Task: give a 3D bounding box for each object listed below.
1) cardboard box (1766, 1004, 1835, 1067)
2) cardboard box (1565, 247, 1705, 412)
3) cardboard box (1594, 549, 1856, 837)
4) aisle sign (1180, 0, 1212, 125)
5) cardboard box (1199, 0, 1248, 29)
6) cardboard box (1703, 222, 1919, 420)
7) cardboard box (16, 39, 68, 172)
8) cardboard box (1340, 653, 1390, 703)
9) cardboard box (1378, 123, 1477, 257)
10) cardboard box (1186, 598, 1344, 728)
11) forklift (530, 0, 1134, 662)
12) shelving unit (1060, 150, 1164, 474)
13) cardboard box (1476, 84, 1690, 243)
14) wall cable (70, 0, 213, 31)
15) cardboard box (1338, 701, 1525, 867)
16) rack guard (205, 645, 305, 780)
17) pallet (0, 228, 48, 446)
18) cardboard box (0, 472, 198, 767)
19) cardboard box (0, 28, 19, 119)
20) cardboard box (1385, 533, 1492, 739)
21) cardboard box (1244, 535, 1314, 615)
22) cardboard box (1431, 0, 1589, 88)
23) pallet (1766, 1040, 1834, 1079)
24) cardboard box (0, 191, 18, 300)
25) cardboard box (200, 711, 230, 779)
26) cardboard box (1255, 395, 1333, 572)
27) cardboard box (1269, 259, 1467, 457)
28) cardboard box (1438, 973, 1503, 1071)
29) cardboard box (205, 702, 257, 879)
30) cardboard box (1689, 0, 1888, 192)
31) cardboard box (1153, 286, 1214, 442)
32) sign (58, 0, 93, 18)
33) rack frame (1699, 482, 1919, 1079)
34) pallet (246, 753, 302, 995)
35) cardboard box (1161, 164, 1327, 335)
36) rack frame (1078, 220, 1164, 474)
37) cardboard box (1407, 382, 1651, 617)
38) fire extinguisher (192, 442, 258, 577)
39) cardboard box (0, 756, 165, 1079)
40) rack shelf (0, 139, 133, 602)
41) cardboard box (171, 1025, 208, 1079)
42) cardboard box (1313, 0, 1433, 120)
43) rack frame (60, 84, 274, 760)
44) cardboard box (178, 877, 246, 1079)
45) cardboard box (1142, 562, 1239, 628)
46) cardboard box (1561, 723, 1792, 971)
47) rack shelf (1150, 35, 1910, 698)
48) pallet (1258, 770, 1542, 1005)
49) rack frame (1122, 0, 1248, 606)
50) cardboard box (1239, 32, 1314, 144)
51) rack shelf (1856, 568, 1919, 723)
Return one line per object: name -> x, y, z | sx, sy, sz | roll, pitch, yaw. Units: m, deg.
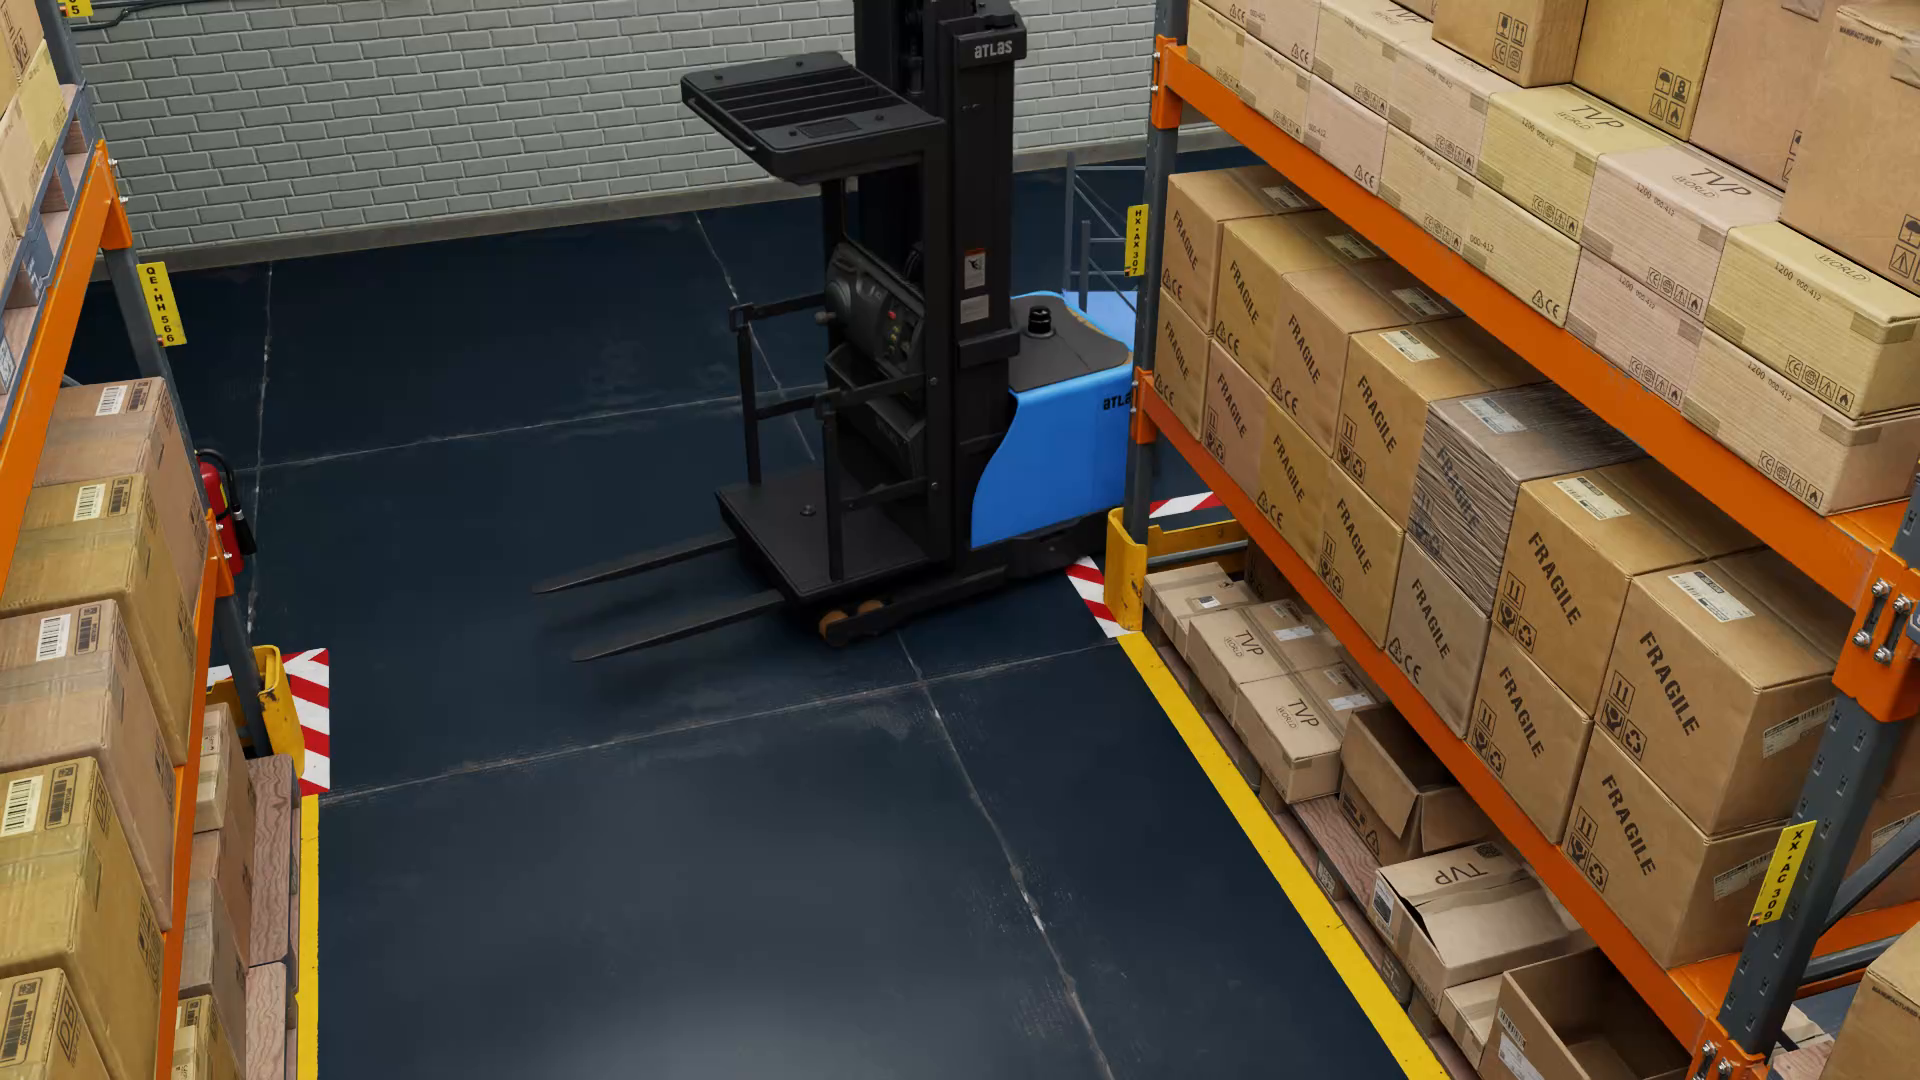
cardboard box -> 2.581, 1.756, 5.411 | 0.500, 0.311, 0.500 | -10, 35, -15
cardboard box -> 1.959, -0.589, 4.336 | 0.500, 0.250, 0.500 | -10, 35, -15
cardboard box -> 2.103, 0.394, 4.436 | 0.500, 0.500, 0.500 | -10, 35, -14
aisle sign -> 0.983, -2.097, 6.844 | 0.394, 0.787, 0.004 | -10, 35, -15
cardboard box -> 1.192, -2.109, 6.183 | 0.500, 0.250, 0.500 | -10, 35, -15
cardboard box -> 2.096, -0.532, 3.797 | 0.500, 0.250, 0.500 | -10, 35, -15
cardboard box -> -2.957, -1.256, 4.874 | 0.500, 0.250, 0.500 | -9, 35, -13
cardboard box -> 1.945, 0.686, 7.086 | 0.500, 0.250, 0.500 | -10, 35, -15
cardboard box -> 1.651, -1.114, 5.130 | 0.500, 0.250, 0.500 | -10, 35, -15
cardboard box -> 1.331, 0.534, 7.316 | 0.500, 0.250, 0.500 | -10, 35, -15
forklift -> -0.583, -1.048, 7.677 | 3.031, 2.935, 1.130 | -17, 37, -24
shelving unit -> 0.863, -1.283, 9.331 | 0.538, 1.500, 1.048 | -1, 33, -1
cardboard box -> 1.797, -1.058, 4.593 | 0.500, 0.250, 0.500 | -10, 35, -15
wall cable -> -4.818, -4.428, 10.104 | 3.097, 2.526, 0.112 | -10, 35, -15
cardboard box -> 1.925, 0.947, 6.461 | 0.797, 0.503, 0.637 | -10, 35, -15
rack guard -> -3.441, 0.840, 7.026 | 1.175, 0.500, 0.348 | -10, 35, -15
pallet -> -2.821, -0.376, 3.957 | 1.003, 0.211, 1.213 | -10, 35, -15
cardboard box -> -3.036, 0.331, 5.257 | 0.980, 0.700, 0.700 | -10, 35, -15
cardboard box -> -2.808, -1.306, 4.269 | 0.500, 0.500, 0.500 | -9, 35, -13
cardboard box -> 1.789, 0.274, 5.524 | 0.500, 0.500, 0.500 | -9, 35, -14
cardboard box -> 1.684, 0.078, 7.780 | 0.500, 0.500, 0.500 | -10, 35, -15
cardboard box -> 1.845, -1.669, 4.837 | 0.700, 0.500, 0.500 | -10, 35, -15
pallet -> 2.643, 1.593, 3.793 | 1.003, 0.211, 1.213 | -10, 35, -15
cardboard box -> -2.634, -0.711, 4.049 | 0.500, 0.250, 0.500 | -11, 35, -16
cardboard box -> -2.912, 0.794, 6.126 | 0.380, 0.149, 0.250 | -10, 35, -15
cardboard box -> 1.480, -0.256, 6.326 | 0.500, 0.500, 0.500 | -10, 35, -15
cardboard box -> 1.482, -0.670, 6.046 | 0.500, 0.500, 0.500 | -10, 35, -14
cardboard box -> 1.888, 1.642, 5.731 | 0.380, 0.149, 0.250 | -10, 35, -15
cardboard box -> -3.125, 1.028, 6.360 | 0.700, 0.500, 0.500 | -10, 35, -15
cardboard box -> 2.301, -1.171, 4.083 | 0.700, 0.500, 0.500 | -10, 35, -15
cardboard box -> 1.167, -0.790, 7.134 | 0.500, 0.500, 0.500 | -9, 35, -14
sign -> -2.912, -1.862, 5.395 | 0.100, 0.325, 0.005 | -10, 35, -15
rack frame -> 2.503, 1.075, 4.403 | 1.000, 3.000, 0.127 | -10, 35, -15
pallet -> -3.115, 1.380, 6.471 | 1.003, 0.211, 1.213 | -10, 35, -15
cardboard box -> 1.167, -1.207, 6.858 | 0.500, 0.500, 0.500 | -9, 35, -13
rack frame -> 0.873, -1.003, 8.907 | 0.500, 1.500, 0.032 | -1, 33, -1
cardboard box -> 1.790, -0.139, 5.242 | 0.500, 0.500, 0.500 | -10, 35, -14
fire extinguisher -> -3.040, -0.159, 6.679 | 0.296, 0.674, 0.183 | -10, 35, -15
cardboard box -> -2.581, 1.113, 4.073 | 0.980, 0.700, 0.700 | -11, 35, -16
rack shelf -> -2.823, -0.092, 4.100 | 1.077, 0.370, 4.000 | -10, 35, -15
cardboard box -> -2.434, 1.612, 4.887 | 0.380, 0.149, 0.250 | -11, 35, -16
cardboard box -> 1.496, -1.584, 5.389 | 0.500, 0.250, 0.500 | -10, 35, -15
rack frame -> -3.433, -0.190, 6.317 | 1.000, 3.000, 0.127 | -10, 35, -15
cardboard box -> -2.818, 1.555, 5.563 | 0.700, 0.500, 0.500 | -11, 35, -16
cardboard box -> 1.084, 0.258, 7.826 | 0.380, 0.149, 0.250 | -10, 35, -15
cardboard box -> 2.106, 0.814, 4.707 | 0.500, 0.500, 0.500 | -9, 35, -14
rack shelf -> 1.893, -0.927, 5.363 | 1.077, 0.370, 4.000 | -10, 35, -15
pallet -> 1.919, 1.236, 6.689 | 1.003, 0.211, 1.213 | -10, 35, -15
rack frame -> 1.283, -1.025, 7.581 | 1.000, 3.000, 0.127 | -10, 35, -15
cardboard box -> 1.338, -1.637, 5.922 | 0.500, 0.250, 0.500 | -10, 35, -15
rack shelf -> 3.113, 1.173, 2.185 | 1.077, 0.370, 4.000 | -10, 35, -15
